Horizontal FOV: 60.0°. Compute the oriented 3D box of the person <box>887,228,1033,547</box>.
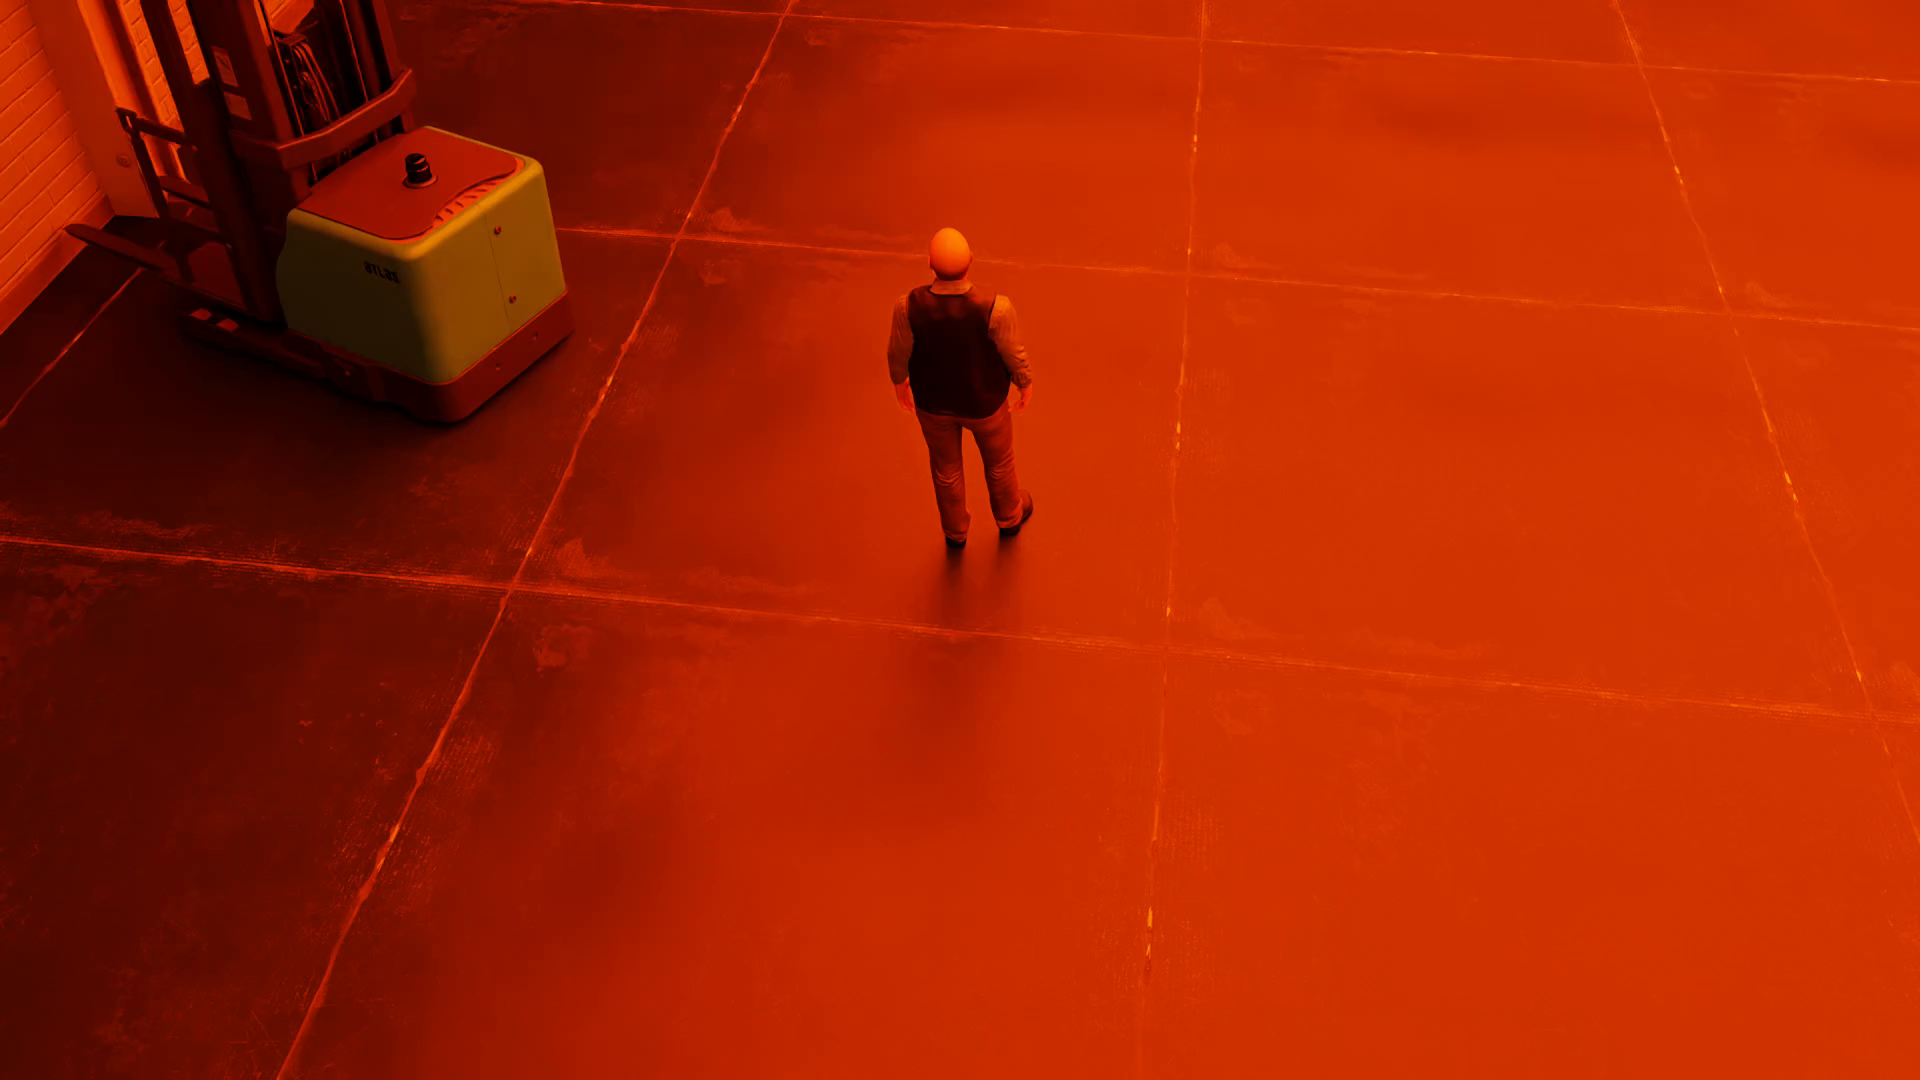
[{"bbox_3d":[0.016,-0.681,7.349,0.633,1.722,0.566,5,43,6],"label":"person"}]

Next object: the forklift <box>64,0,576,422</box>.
[{"bbox_3d":[-3.634,-2.400,8.337,3.031,2.935,1.130,20,46,21],"label":"forklift"}]
